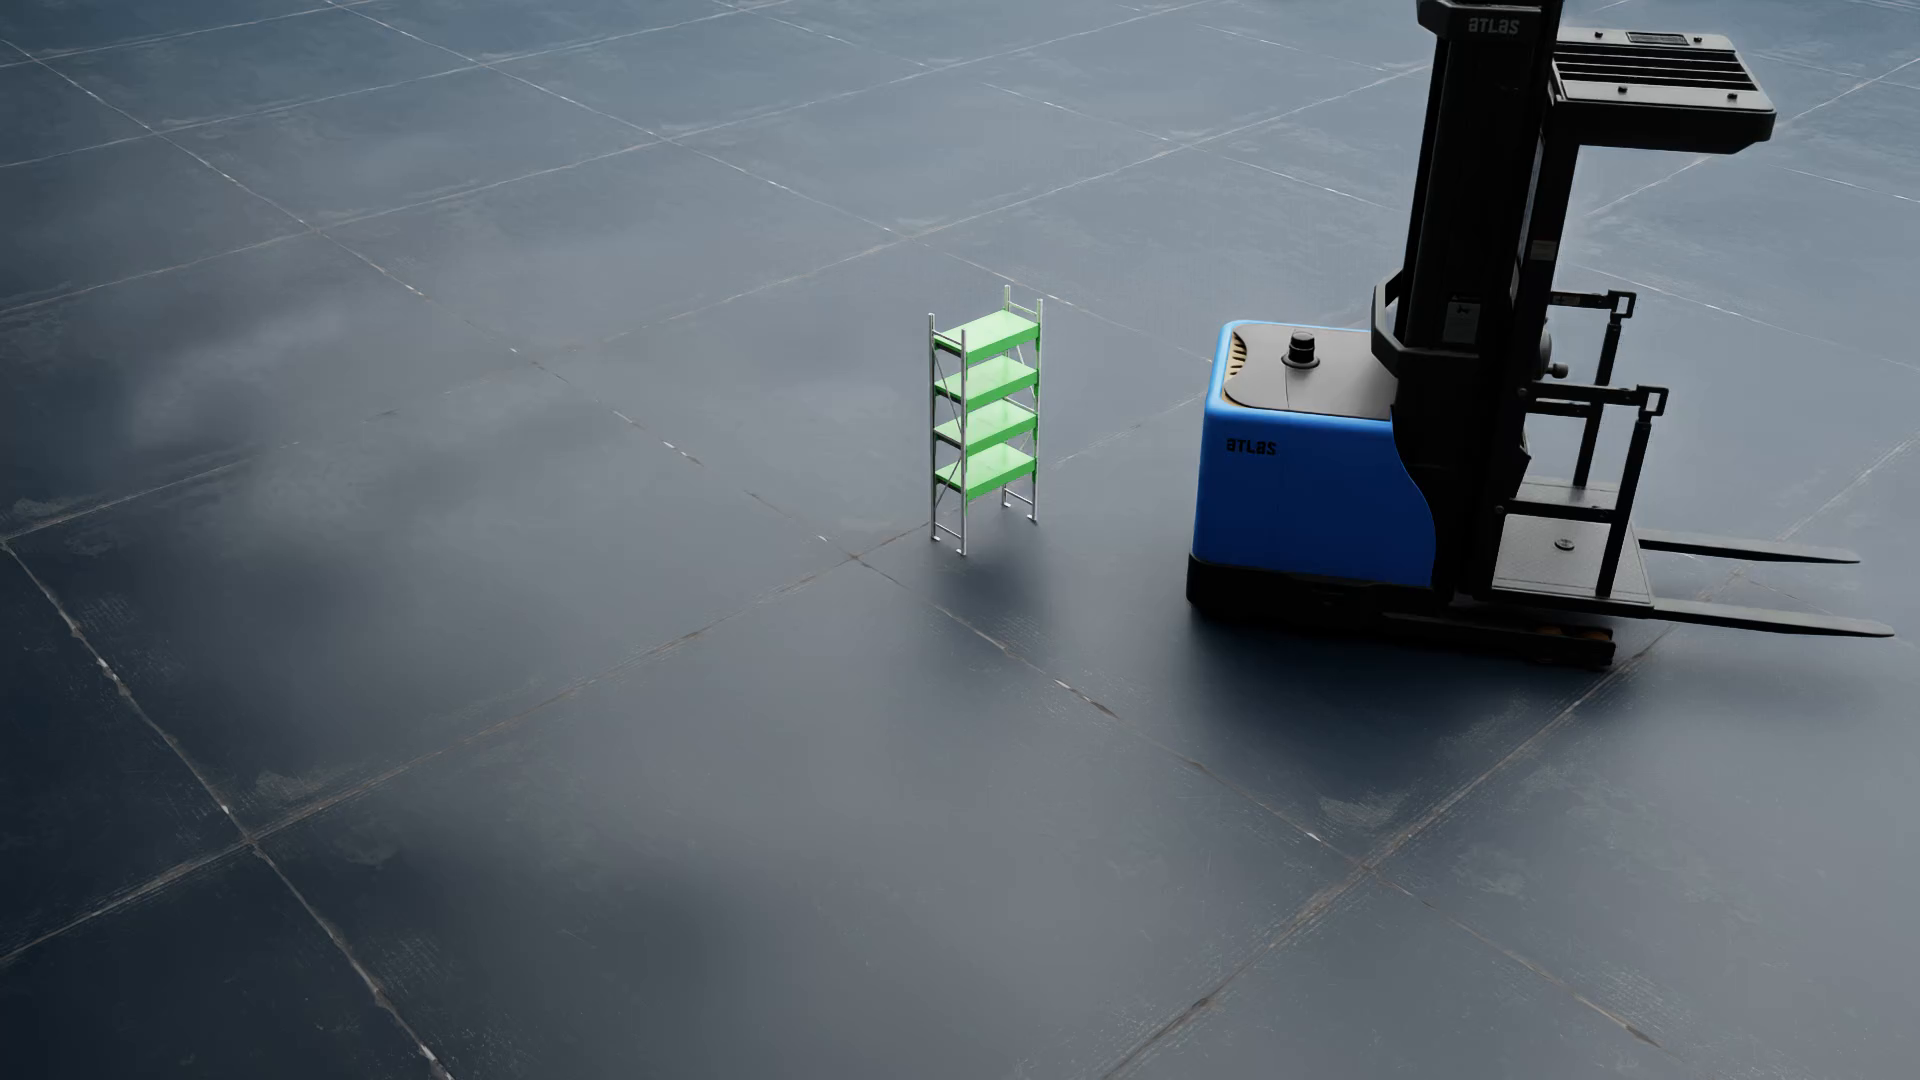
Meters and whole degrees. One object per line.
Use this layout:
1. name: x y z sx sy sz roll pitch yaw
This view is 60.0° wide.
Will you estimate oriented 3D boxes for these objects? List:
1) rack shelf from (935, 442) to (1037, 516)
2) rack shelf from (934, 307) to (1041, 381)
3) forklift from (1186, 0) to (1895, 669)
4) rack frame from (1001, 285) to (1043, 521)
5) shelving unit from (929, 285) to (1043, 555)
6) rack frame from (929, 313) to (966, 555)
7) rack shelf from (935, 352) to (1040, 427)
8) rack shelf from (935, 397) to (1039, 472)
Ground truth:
1. rack shelf: 0.121 -0.311 8.192 0.480 0.148 0.258 -26 40 -35
2. rack shelf: 0.121 -0.926 7.816 0.480 0.148 0.258 -26 40 -35
3. forklift: 2.616 -0.988 7.055 3.031 2.935 1.130 6 32 10
4. rack frame: 0.300 -0.657 8.175 0.015 1.200 0.240 -26 40 -35
5. shelving unit: 0.121 -0.571 8.033 0.503 1.200 0.258 -26 40 -35
6. rack frame: -0.058 -0.484 7.891 0.015 1.200 0.240 -26 40 -35
7. rack shelf: 0.121 -0.721 7.941 0.480 0.148 0.258 -26 40 -35
8. rack shelf: 0.121 -0.516 8.066 0.480 0.148 0.258 -26 40 -35
